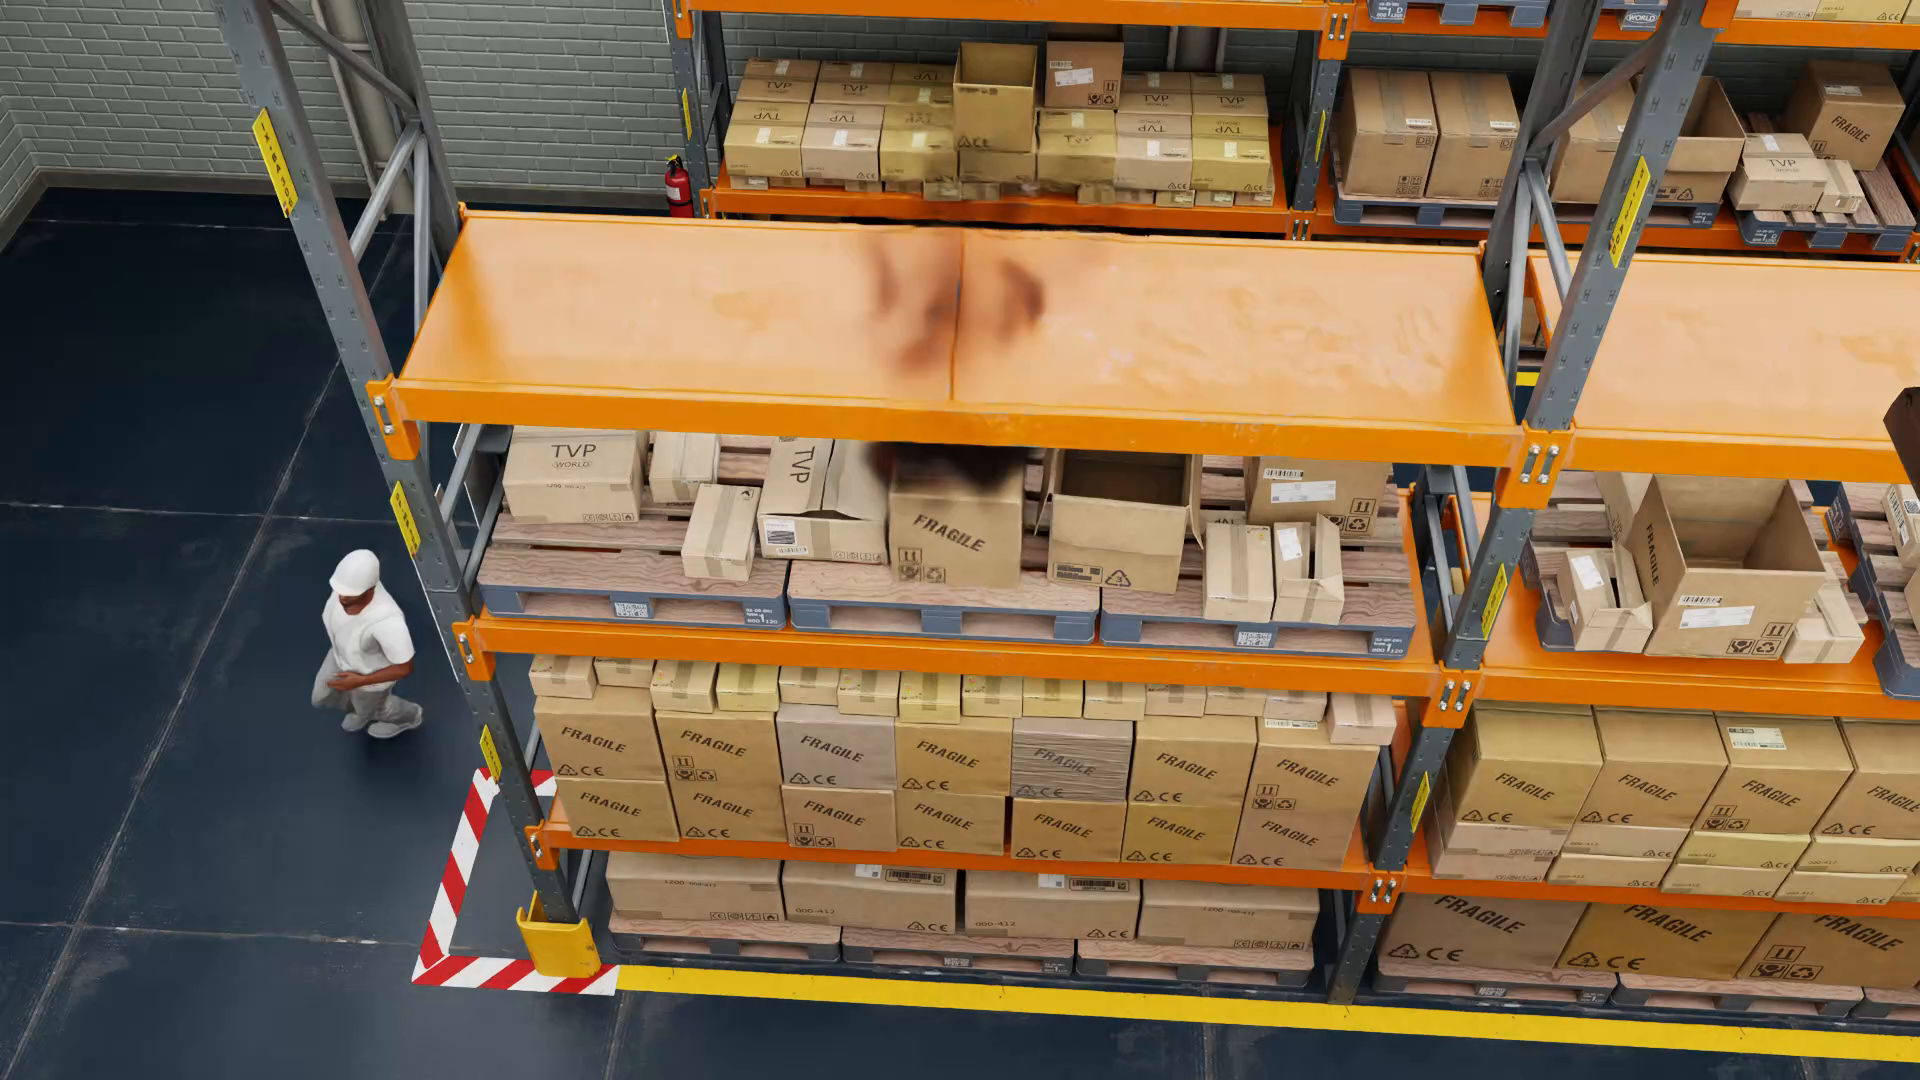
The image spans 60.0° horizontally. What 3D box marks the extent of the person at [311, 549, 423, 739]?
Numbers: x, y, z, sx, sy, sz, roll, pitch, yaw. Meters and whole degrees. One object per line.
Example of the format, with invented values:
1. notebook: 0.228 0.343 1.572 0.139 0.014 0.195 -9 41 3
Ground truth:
1. person: -3.220 0.657 8.905 0.575 1.694 0.795 -31 55 -25
